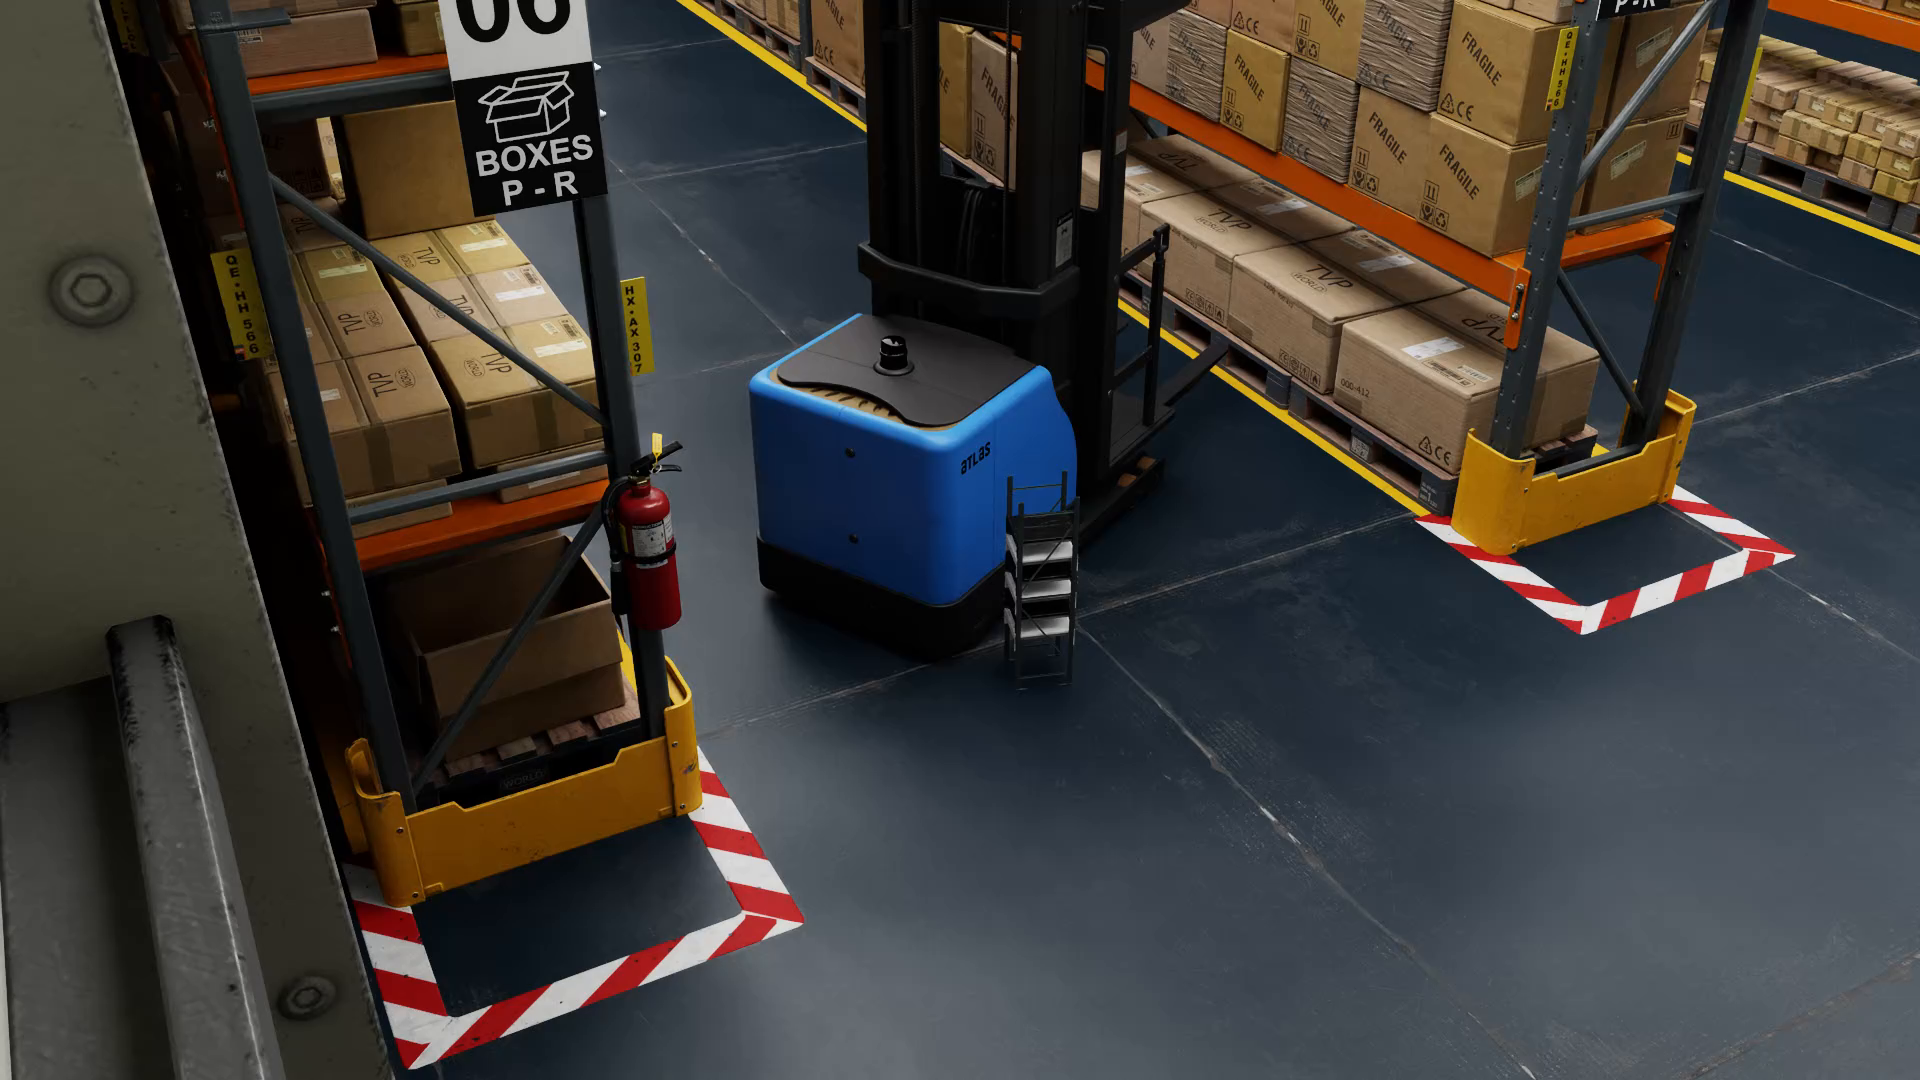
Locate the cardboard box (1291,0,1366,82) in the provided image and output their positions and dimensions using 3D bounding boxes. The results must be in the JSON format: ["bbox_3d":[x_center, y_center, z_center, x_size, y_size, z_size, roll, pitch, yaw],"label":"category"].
[{"bbox_3d":[1.953,-2.528,7.916,0.500,0.500,0.500,-16,36,-23],"label":"cardboard box"}]

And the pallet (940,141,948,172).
[{"bbox_3d":[0.021,-3.083,12.386,1.003,0.211,1.213,-16,36,-23],"label":"pallet"}]

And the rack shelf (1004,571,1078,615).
[{"bbox_3d":[0.322,0.200,6.685,0.258,0.077,0.200,-6,33,-9],"label":"rack shelf"}]

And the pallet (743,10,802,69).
[{"bbox_3d":[-1.207,-4.433,14.493,1.003,0.211,1.213,-16,36,-23],"label":"pallet"}]

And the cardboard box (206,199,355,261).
[{"bbox_3d":[-2.663,-1.114,6.591,0.500,0.250,0.500,-16,36,-23],"label":"cardboard box"}]

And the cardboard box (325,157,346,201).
[{"bbox_3d":[-2.448,-1.478,7.160,0.500,0.250,0.500,-16,36,-23],"label":"cardboard box"}]

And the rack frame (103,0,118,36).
[{"bbox_3d":[-7.099,-5.893,14.187,1.000,3.000,0.127,-16,36,-23],"label":"rack frame"}]

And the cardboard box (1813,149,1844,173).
[{"bbox_3d":[6.069,-2.625,11.340,0.380,0.149,0.250,-15,36,-22],"label":"cardboard box"}]

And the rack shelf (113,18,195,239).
[{"bbox_3d":[-4.301,-2.726,9.911,1.077,0.370,4.000,-16,36,-23],"label":"rack shelf"}]

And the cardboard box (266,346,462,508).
[{"bbox_3d":[-1.953,-0.381,5.447,0.500,0.250,0.500,-15,36,-22],"label":"cardboard box"}]

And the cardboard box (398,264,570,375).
[{"bbox_3d":[-1.712,-0.753,6.027,0.500,0.250,0.500,-15,36,-23],"label":"cardboard box"}]

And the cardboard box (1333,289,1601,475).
[{"bbox_3d":[2.489,-0.804,8.230,0.875,0.438,0.875,-17,36,-25],"label":"cardboard box"}]

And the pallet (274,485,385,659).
[{"bbox_3d":[-2.477,0.010,7.558,1.003,0.211,1.213,-16,36,-23],"label":"pallet"}]

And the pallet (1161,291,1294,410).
[{"bbox_3d":[1.879,-1.185,9.424,1.003,0.211,1.213,-16,36,-23],"label":"pallet"}]

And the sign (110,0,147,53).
[{"bbox_3d":[-3.858,-2.421,7.695,0.100,0.325,0.005,-16,36,-23],"label":"sign"}]

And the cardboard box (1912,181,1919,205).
[{"bbox_3d":[6.405,-2.244,10.745,0.380,0.149,0.250,-15,36,-23],"label":"cardboard box"}]

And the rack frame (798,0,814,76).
[{"bbox_3d":[-0.844,-5.234,13.158,1.000,3.000,0.127,-16,36,-23],"label":"rack frame"}]

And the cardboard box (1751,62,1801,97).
[{"bbox_3d":[5.709,-3.255,11.772,0.380,0.149,0.250,-17,36,-24],"label":"cardboard box"}]

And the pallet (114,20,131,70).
[{"bbox_3d":[-6.721,-4.377,14.405,1.003,0.211,1.213,-16,36,-23],"label":"pallet"}]

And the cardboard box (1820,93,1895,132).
[{"bbox_3d":[6.036,-2.876,11.181,0.380,0.149,0.250,-16,36,-23],"label":"cardboard box"}]

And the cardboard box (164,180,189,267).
[{"bbox_3d":[-4.328,-1.851,9.806,0.500,0.500,0.500,-18,37,-25],"label":"cardboard box"}]

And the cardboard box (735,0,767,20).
[{"bbox_3d":[-1.450,-4.927,14.725,0.950,0.372,0.625,-17,36,-24],"label":"cardboard box"}]

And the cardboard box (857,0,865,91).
[{"bbox_3d":[-0.184,-3.739,12.405,0.875,0.875,0.875,-15,36,-23],"label":"cardboard box"}]

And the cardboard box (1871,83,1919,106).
[{"bbox_3d":[6.441,-2.991,11.359,0.380,0.149,0.250,-16,36,-23],"label":"cardboard box"}]

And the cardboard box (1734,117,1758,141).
[{"bbox_3d":[5.687,-2.999,11.924,0.380,0.149,0.250,-17,36,-24],"label":"cardboard box"}]

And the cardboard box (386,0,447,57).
[{"bbox_3d":[-1.447,-1.534,4.835,0.380,0.149,0.250,-15,36,-22],"label":"cardboard box"}]

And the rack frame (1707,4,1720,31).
[{"bbox_3d":[5.353,-4.618,12.198,1.000,3.000,0.127,-16,36,-23],"label":"rack frame"}]

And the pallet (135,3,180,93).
[{"bbox_3d":[-4.323,-2.976,9.812,1.003,0.211,1.213,-16,36,-23],"label":"pallet"}]

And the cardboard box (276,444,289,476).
[{"bbox_3d":[-3.068,-0.469,7.975,0.380,0.149,0.250,-16,36,-24],"label":"cardboard box"}]

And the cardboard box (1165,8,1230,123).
[{"bbox_3d":[1.465,-2.597,8.950,0.500,0.500,0.500,-16,36,-23],"label":"cardboard box"}]

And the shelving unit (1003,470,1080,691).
[{"bbox_3d":[0.322,0.172,6.667,0.258,0.900,0.210,-6,33,-9],"label":"shelving unit"}]

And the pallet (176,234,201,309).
[{"bbox_3d":[-4.354,-1.862,10.481,1.003,0.211,1.213,-16,36,-23],"label":"pallet"}]

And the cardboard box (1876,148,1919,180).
[{"bbox_3d":[6.222,-2.483,10.842,0.380,0.149,0.250,-15,36,-22],"label":"cardboard box"}]

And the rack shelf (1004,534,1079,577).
[{"bbox_3d":[0.322,0.049,6.587,0.258,0.077,0.200,-6,33,-9],"label":"rack shelf"}]

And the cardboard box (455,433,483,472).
[{"bbox_3d":[-1.574,-0.396,5.840,0.380,0.149,0.250,-15,36,-22],"label":"cardboard box"}]

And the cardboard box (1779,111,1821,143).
[{"bbox_3d":[5.874,-2.858,11.428,0.380,0.149,0.250,-16,36,-23],"label":"cardboard box"}]

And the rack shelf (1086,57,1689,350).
[{"bbox_3d":[1.953,-2.068,8.883,1.077,0.370,4.000,-16,36,-23],"label":"rack shelf"}]

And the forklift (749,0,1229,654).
[{"bbox_3d":[0.344,-1.515,7.417,1.130,2.935,3.031,20,38,28],"label":"forklift"}]

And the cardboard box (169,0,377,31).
[{"bbox_3d":[-1.952,-1.635,4.623,0.500,0.250,0.500,-17,36,-24],"label":"cardboard box"}]

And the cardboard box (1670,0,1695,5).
[{"bbox_3d":[2.965,-2.391,7.101,0.380,0.149,0.250,-15,36,-22],"label":"cardboard box"}]

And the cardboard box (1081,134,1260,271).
[{"bbox_3d":[1.218,-2.096,10.247,0.875,0.438,0.875,-16,36,-24],"label":"cardboard box"}]

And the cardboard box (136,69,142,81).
[{"bbox_3d":[-5.266,-3.054,11.082,0.380,0.149,0.250,-14,35,-21],"label":"cardboard box"}]

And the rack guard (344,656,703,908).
[{"bbox_3d":[-1.539,0.850,5.979,1.175,0.500,0.348,-16,36,-23],"label":"rack guard"}]

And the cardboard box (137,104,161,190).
[{"bbox_3d":[-5.074,-2.597,10.971,0.500,0.500,0.500,-16,36,-23],"label":"cardboard box"}]

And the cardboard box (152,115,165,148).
[{"bbox_3d":[-4.770,-2.556,10.306,0.380,0.149,0.250,-17,36,-24],"label":"cardboard box"}]

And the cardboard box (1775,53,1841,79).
[{"bbox_3d":[6.077,-3.368,11.949,0.380,0.149,0.250,-15,35,-22],"label":"cardboard box"}]

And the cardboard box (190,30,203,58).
[{"bbox_3d":[-2.035,-1.528,4.827,0.380,0.149,0.250,-15,36,-22],"label":"cardboard box"}]

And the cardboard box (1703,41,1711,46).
[{"bbox_3d":[5.330,-3.629,12.355,0.380,0.149,0.250,-14,35,-21],"label":"cardboard box"}]

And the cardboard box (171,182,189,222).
[{"bbox_3d":[-4.187,-1.929,9.326,0.380,0.149,0.250,-18,37,-25],"label":"cardboard box"}]

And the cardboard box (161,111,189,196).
[{"bbox_3d":[-3.377,-1.833,7.713,0.500,0.250,0.500,-16,36,-24],"label":"cardboard box"}]

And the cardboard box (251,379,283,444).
[{"bbox_3d":[-2.328,-0.503,6.007,0.380,0.149,0.250,-16,36,-23],"label":"cardboard box"}]

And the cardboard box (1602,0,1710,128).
[{"bbox_3d":[2.914,-2.180,7.372,0.500,0.500,0.500,-17,36,-24],"label":"cardboard box"}]

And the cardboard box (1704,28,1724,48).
[{"bbox_3d":[5.749,-3.741,12.530,0.380,0.149,0.250,-15,36,-22],"label":"cardboard box"}]

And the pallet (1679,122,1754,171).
[{"bbox_3d":[5.697,-3.132,12.463,1.003,0.211,1.213,-16,36,-23],"label":"pallet"}]

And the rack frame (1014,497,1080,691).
[{"bbox_3d":[0.341,0.226,6.582,0.240,0.900,0.006,-6,33,-9],"label":"rack frame"}]

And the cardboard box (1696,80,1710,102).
[{"bbox_3d":[5.581,-3.261,12.057,0.380,0.149,0.250,-16,36,-23],"label":"cardboard box"}]

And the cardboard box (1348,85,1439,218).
[{"bbox_3d":[2.206,-1.865,7.808,0.500,0.500,0.500,-17,36,-24],"label":"cardboard box"}]
